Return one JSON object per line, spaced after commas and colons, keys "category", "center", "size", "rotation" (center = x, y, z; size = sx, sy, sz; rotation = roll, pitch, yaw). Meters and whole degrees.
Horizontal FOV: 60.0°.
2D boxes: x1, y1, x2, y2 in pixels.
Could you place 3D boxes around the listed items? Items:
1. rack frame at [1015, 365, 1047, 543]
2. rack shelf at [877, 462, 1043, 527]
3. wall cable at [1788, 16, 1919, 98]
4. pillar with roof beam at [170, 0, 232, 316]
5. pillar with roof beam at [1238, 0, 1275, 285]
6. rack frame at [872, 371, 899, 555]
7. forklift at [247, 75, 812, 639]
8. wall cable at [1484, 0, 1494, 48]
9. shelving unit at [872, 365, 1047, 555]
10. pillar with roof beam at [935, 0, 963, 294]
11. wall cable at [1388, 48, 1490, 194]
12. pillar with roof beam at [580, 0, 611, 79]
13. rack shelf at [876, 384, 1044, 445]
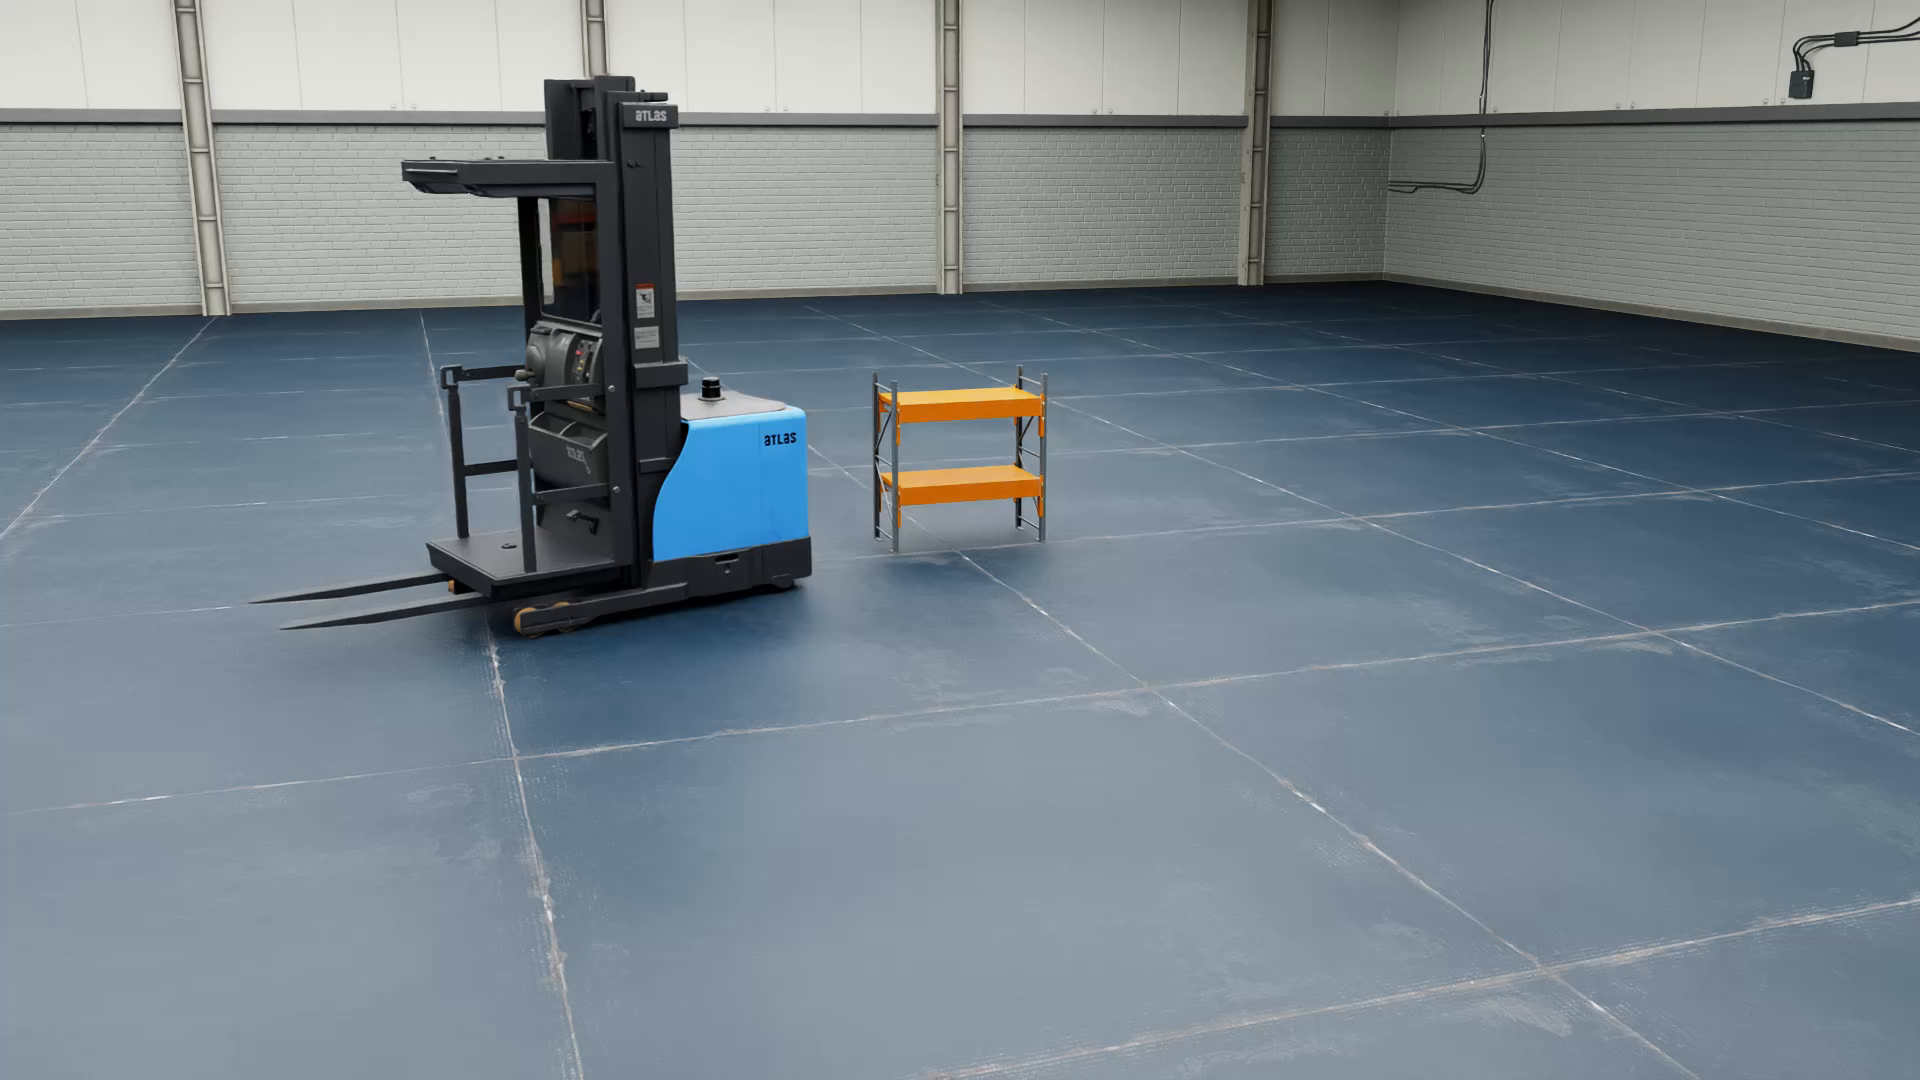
{"category": "rack frame", "center": [0.475, -0.584, 11.168], "size": [0.032, 1.125, 0.500], "rotation": [-4, 14, -18]}
{"category": "rack shelf", "center": [-0.006, -0.309, 11.067], "size": [1.000, 0.278, 0.538], "rotation": [-4, 14, -18]}
{"category": "wall cable", "center": [11.724, -8.716, 20.991], "size": [0.169, 6.003, 2.305], "rotation": [-4, 14, -18]}
{"category": "pillar with roof beam", "center": [-10.190, -6.945, 20.893], "size": [0.400, 9.000, 9.100], "rotation": [-4, 14, -18]}
{"category": "pillar with roof beam", "center": [6.870, -8.273, 26.478], "size": [0.400, 9.000, 9.100], "rotation": [-4, 14, -18]}
{"category": "rack frame", "center": [-0.488, -0.509, 10.853], "size": [0.032, 1.125, 0.500], "rotation": [-4, 14, -18]}
{"category": "forklift", "center": [-2.375, -1.035, 9.161], "size": [3.031, 2.935, 1.130], "rotation": [-10, 16, -35]}
{"category": "wall cable", "center": [9.574, -9.498, 27.423], "size": [0.112, 2.526, 3.097], "rotation": [-4, 14, -18]}
{"category": "shelving unit", "center": [-0.006, -0.547, 11.011], "size": [1.048, 1.125, 0.538], "rotation": [-4, 14, -18]}
{"category": "pillar with roof beam", "center": [1.183, -7.830, 24.617], "size": [0.400, 9.000, 9.100], "rotation": [-4, 14, -18]}
{"category": "wall cable", "center": [8.711, -7.634, 30.502], "size": [0.112, 2.526, 3.097], "rotation": [-4, 14, -18]}
{"category": "pillar with roof beam", "center": [-4.503, -7.388, 22.755], "size": [0.400, 9.000, 9.100], "rotation": [-4, 14, -18]}
{"category": "rack shelf", "center": [-0.006, -0.831, 10.943], "size": [1.000, 0.278, 0.538], "rotation": [-4, 14, -18]}
